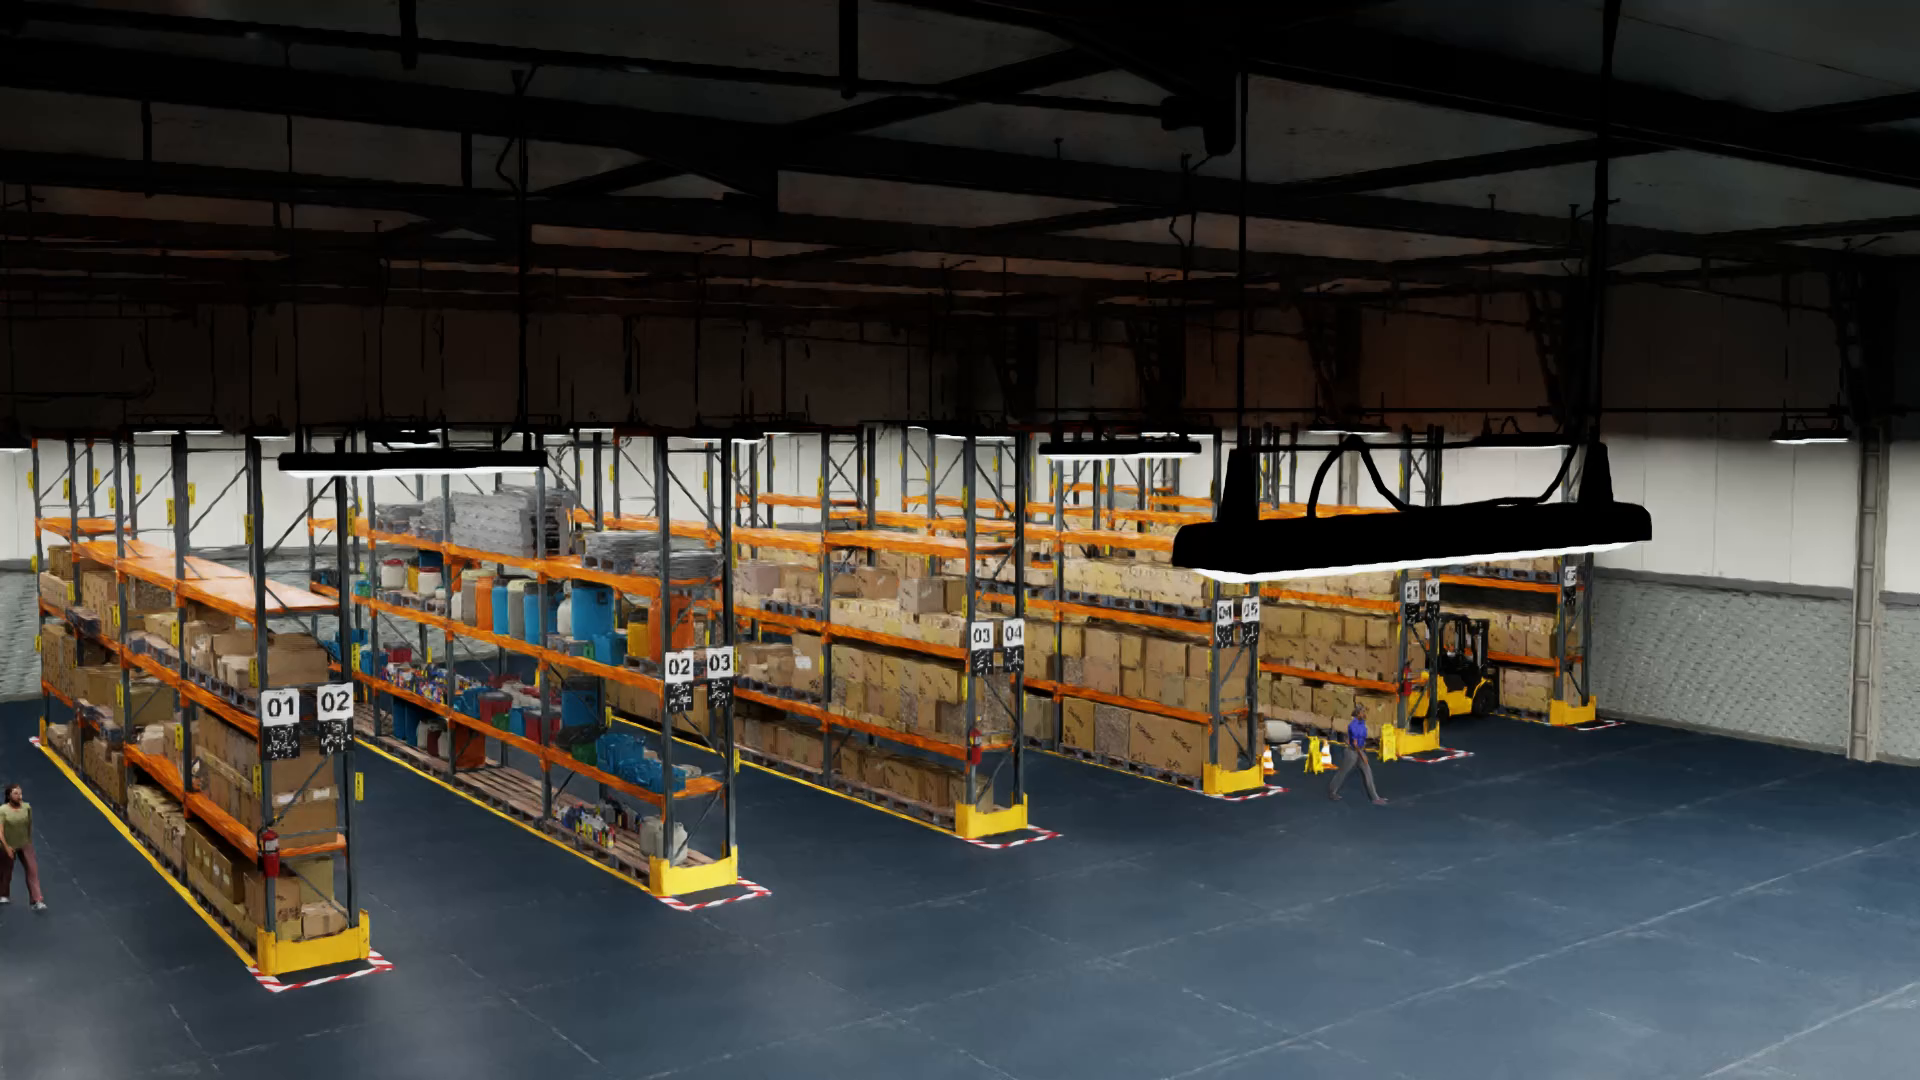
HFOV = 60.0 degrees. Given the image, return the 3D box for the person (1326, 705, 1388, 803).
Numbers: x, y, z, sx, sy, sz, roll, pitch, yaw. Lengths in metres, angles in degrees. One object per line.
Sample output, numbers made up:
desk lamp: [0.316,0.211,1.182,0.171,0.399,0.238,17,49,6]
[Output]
person: [6.362,3.426,26.698,0.443,1.587,0.996,-4,6,-45]

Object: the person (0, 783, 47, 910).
person: [-11.949,3.862,21.038,1.018,1.604,0.446,4,6,45]
